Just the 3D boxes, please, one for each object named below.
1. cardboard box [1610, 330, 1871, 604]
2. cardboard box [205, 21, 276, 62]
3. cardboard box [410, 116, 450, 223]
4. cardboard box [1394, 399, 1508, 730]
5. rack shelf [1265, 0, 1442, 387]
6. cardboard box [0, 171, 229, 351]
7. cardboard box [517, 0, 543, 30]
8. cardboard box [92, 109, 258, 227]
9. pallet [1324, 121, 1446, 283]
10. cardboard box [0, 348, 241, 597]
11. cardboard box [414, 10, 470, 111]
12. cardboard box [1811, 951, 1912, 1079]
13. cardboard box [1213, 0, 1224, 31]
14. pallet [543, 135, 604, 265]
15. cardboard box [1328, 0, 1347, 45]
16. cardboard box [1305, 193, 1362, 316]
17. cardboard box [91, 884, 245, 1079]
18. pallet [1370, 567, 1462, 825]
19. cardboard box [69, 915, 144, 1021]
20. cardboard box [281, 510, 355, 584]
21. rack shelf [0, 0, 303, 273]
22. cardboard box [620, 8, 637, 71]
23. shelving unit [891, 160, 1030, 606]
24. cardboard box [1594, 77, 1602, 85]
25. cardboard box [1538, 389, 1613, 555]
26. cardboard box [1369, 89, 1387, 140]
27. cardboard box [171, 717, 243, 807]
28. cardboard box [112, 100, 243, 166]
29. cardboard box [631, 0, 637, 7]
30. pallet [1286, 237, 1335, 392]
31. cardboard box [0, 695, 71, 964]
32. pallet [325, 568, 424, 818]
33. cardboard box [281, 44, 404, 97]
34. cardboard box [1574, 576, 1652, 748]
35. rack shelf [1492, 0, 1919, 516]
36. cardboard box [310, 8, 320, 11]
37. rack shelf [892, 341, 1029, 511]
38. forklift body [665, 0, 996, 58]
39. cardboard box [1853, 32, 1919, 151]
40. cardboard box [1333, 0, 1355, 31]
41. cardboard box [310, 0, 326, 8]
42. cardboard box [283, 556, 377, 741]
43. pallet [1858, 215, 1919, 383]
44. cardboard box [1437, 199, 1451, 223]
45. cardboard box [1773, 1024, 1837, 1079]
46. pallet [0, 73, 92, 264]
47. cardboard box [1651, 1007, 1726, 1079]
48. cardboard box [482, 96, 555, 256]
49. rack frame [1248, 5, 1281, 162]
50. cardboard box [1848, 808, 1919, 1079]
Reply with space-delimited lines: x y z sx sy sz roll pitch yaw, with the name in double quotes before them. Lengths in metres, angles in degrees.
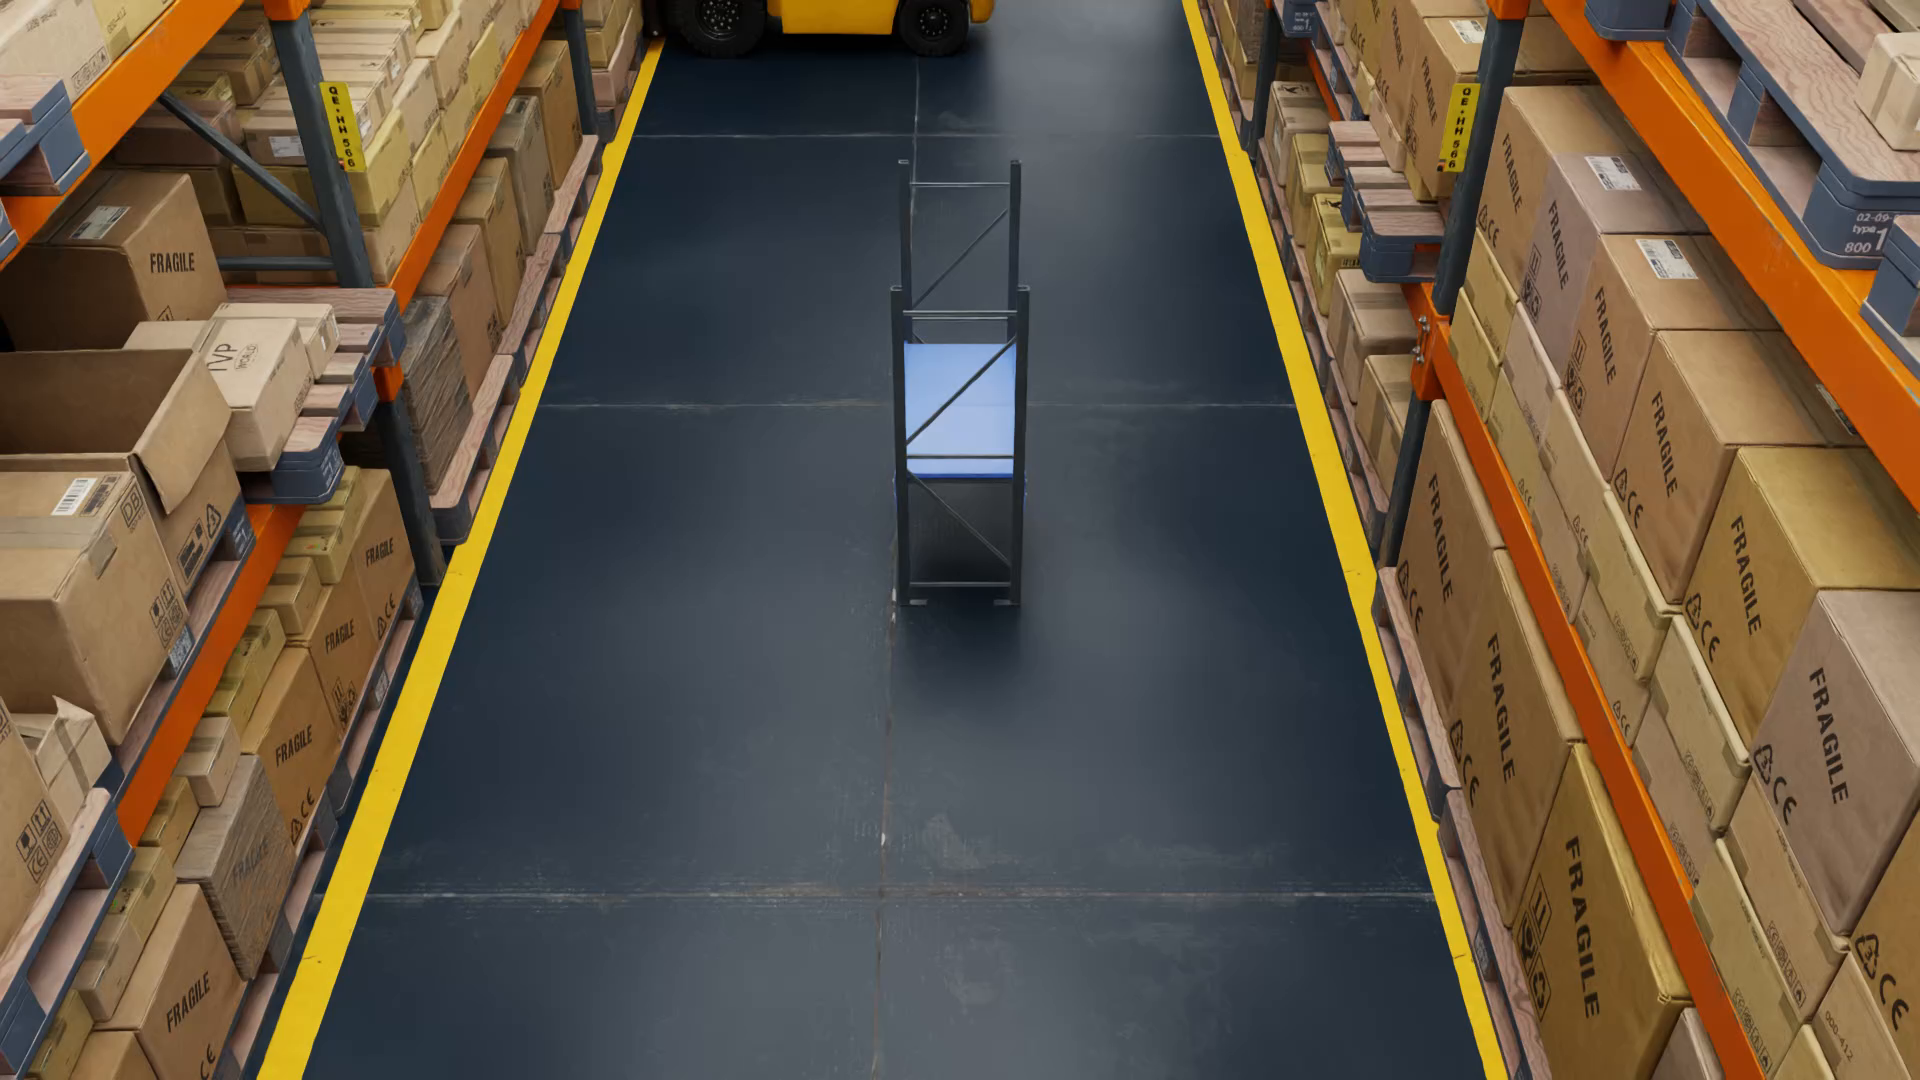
"cardboard box" 2.024 -0.185 4.203 0.500 0.500 0.500 1 39 1
"cardboard box" -3.012 -1.982 6.726 0.380 0.149 0.250 -1 39 -1
"cardboard box" -2.440 -1.541 6.895 0.500 0.250 0.500 -1 39 -1
"cardboard box" 2.193 0.084 6.110 0.875 0.875 0.875 0 39 0
"rack shelf" 2.273 -1.984 7.902 1.077 0.370 4.000 0 39 0
"cardboard box" -2.844 -0.889 5.545 0.500 0.500 0.500 2 39 2
"cardboard box" -2.424 -2.821 8.492 0.500 0.250 0.500 0 39 0
"cardboard box" -2.966 -1.425 6.350 0.500 0.250 0.500 1 39 1
"pallet" 2.168 -1.384 6.732 1.213 0.211 1.003 0 39 0
"cardboard box" -2.501 -0.191 4.672 0.797 0.503 0.637 -1 39 -1
"cardboard box" -2.426 -2.062 7.145 0.500 0.250 0.500 -1 39 -1
"cardboard box" 2.037 1.076 3.229 0.500 0.250 0.500 0 39 0
"cardboard box" 1.995 -3.627 11.240 0.500 0.250 0.500 1 39 1
"pallet" -2.653 -1.960 9.527 1.003 0.211 1.213 0 39 0
"cardboard box" 1.929 -2.420 7.736 0.380 0.149 0.250 1 39 2
"cardboard box" 2.281 -1.441 8.415 0.950 0.372 0.625 1 39 1
"cardboard box" -2.466 1.357 4.821 0.500 0.500 0.500 -1 39 -1
"pallet" 2.201 0.568 6.373 1.003 0.211 1.213 0 39 0
"cardboard box" -2.484 1.166 4.540 0.380 0.149 0.250 0 39 0
"cardboard box" -2.403 0.030 5.958 0.380 0.149 0.250 -2 39 -2
"rack shelf" -2.686 -0.647 3.835 1.077 0.370 4.000 0 39 0
"cardboard box" -2.378 -3.220 10.733 0.500 0.250 0.500 -1 39 -1
"shelving unit" 0.000 -0.639 6.848 0.538 1.500 1.048 0 39 0
"cardboard box" 2.507 -1.614 6.212 0.500 0.500 0.500 -1 39 -1
"cardboard box" 2.017 -0.198 4.819 0.500 0.250 0.500 0 39 0
"cardboard box" 1.930 -1.767 6.921 0.380 0.149 0.250 -2 39 -2
"cardboard box" -2.461 0.689 5.137 0.380 0.149 0.250 -2 39 -2
"cardboard box" -2.891 -1.503 6.128 0.380 0.149 0.250 1 39 1
"cardboard box" -2.376 -3.727 10.966 0.500 0.250 0.500 0 39 0
"pallet" 2.278 -1.175 8.548 1.003 0.211 1.213 0 39 0
"cardboard box" -2.461 0.664 3.607 0.700 0.500 0.500 0 39 0
"pallet" -2.725 0.547 6.398 1.003 0.211 1.213 0 39 0
"cardboard box" -2.421 -1.827 6.533 0.380 0.149 0.250 1 39 1
"cardboard box" 2.042 0.309 4.586 0.500 0.250 0.500 0 39 0
"rack shelf" 2.278 -0.653 3.843 1.077 0.370 4.000 0 39 0
"cardboard box" -2.959 -2.373 7.532 0.500 0.250 0.500 -1 39 -1
"rack shelf" 0.000 -0.498 6.960 0.538 0.185 1.000 0 39 0
"forklift body" -0.871 -4.495 11.139 2.313 2.155 1.214 0 39 0
"cardboard box" 2.128 -0.938 3.474 0.380 0.166 0.250 3 39 4
"cardboard box" 1.984 -2.597 7.438 0.500 0.500 0.500 -2 39 -2
"cardboard box" -2.912 -2.463 7.326 0.380 0.149 0.250 1 39 1
"cardboard box" -2.482 0.381 6.039 0.500 0.500 0.500 -1 39 -1
"pallet" 2.230 -0.181 2.832 0.805 0.209 1.217 -1 39 -2
"cardboard box" 2.040 -1.284 6.319 0.380 0.149 0.250 1 39 2
"cardboard box" 2.028 1.266 3.392 0.500 0.250 0.500 -1 39 -1
"pallet" -2.618 -0.660 3.427 1.213 0.211 1.003 0 39 0
"cardboard box" 2.200 1.765 4.012 0.875 0.875 0.875 1 39 1
"cardboard box" -2.688 -1.935 8.829 0.875 0.625 0.625 0 39 0
"rack frame" 2.271 -3.515 9.238 1.000 3.000 0.127 0 39 0
"cardboard box" 2.029 0.779 2.999 0.500 0.500 0.500 1 39 1
